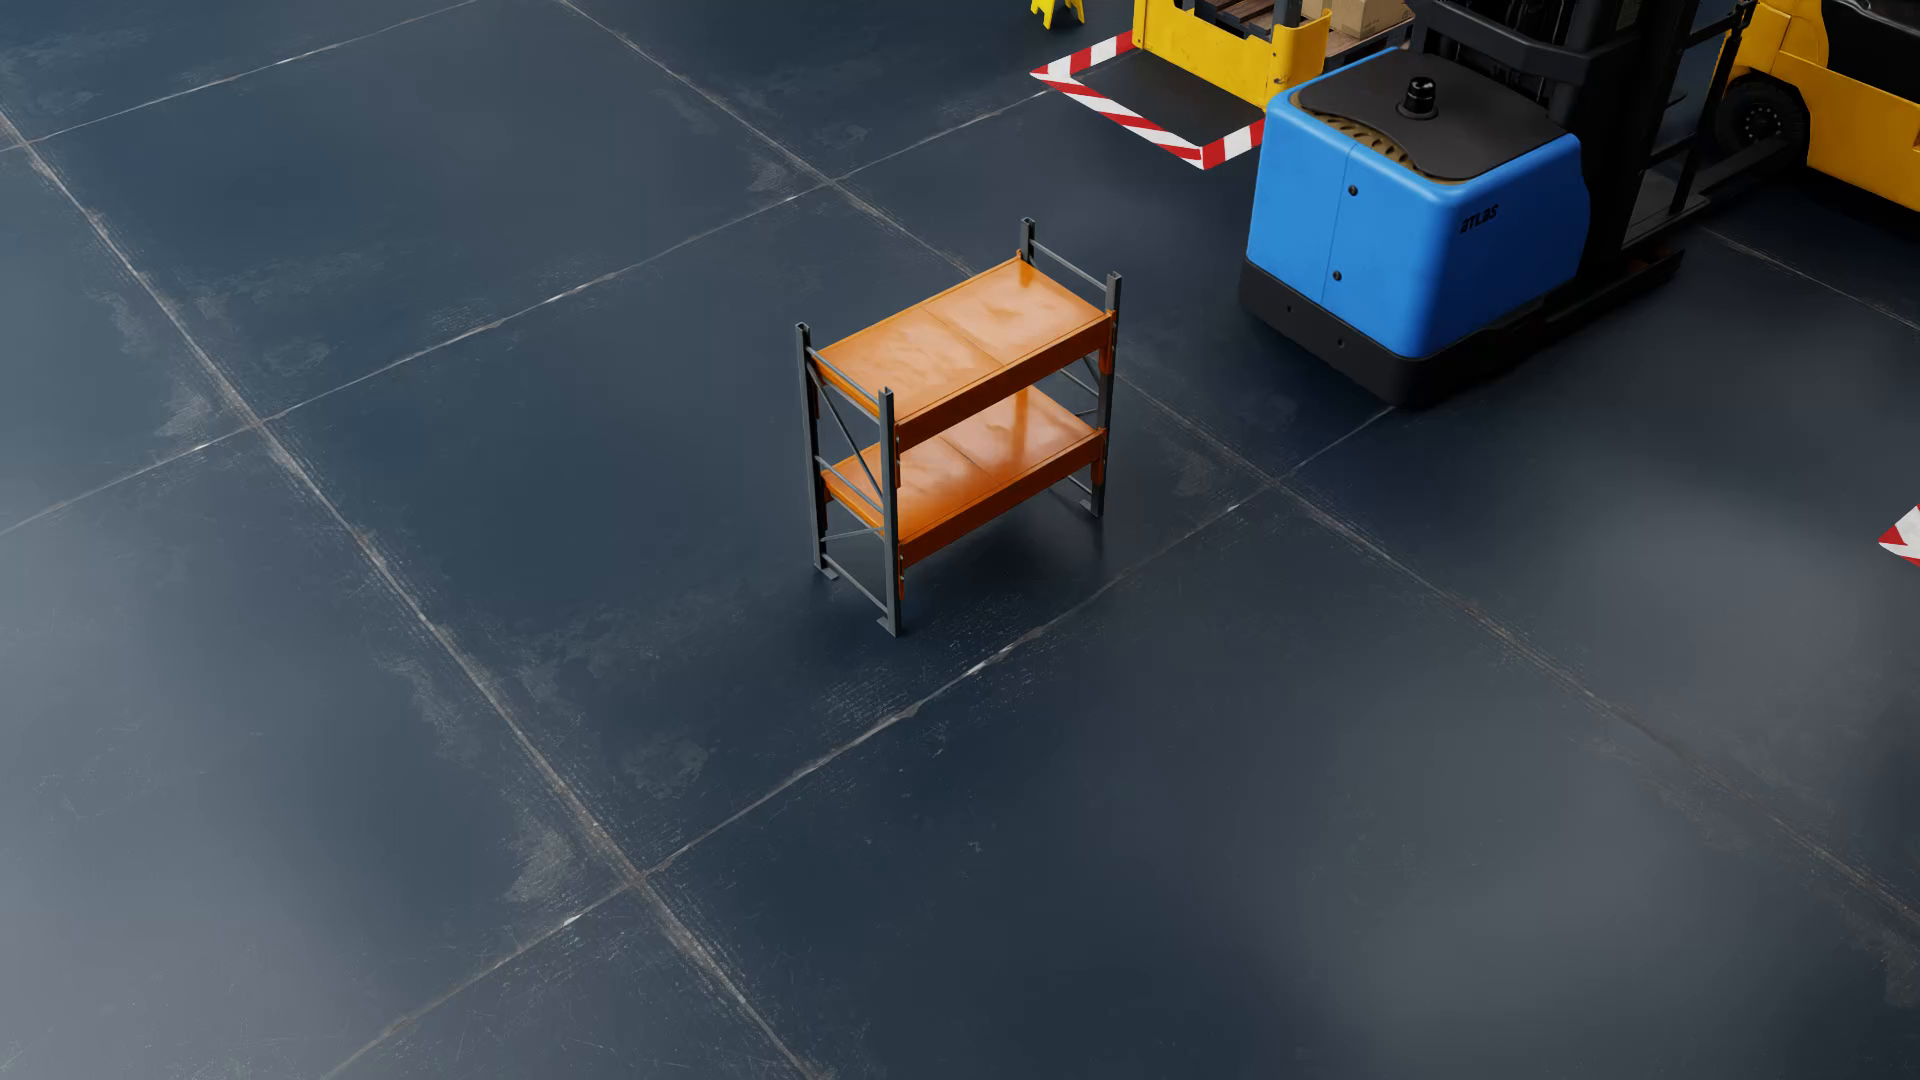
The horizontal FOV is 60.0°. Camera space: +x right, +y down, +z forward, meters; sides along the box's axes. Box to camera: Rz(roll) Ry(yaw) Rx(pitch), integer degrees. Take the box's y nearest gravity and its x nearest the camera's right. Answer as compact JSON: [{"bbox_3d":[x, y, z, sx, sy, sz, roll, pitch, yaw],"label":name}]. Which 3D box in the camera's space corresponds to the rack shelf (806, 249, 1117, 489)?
[{"bbox_3d":[0.005,-0.626,5.892,1.000,0.278,0.538,-30,51,-28],"label":"rack shelf"}]

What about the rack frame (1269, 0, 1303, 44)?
[{"bbox_3d":[1.404,-3.681,8.203,0.127,3.000,1.000,-30,51,-28],"label":"rack frame"}]

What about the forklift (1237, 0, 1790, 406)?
[{"bbox_3d":[2.735,-2.457,6.950,3.031,2.935,1.130,-27,50,-26],"label":"forklift"}]

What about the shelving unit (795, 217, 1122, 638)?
[{"bbox_3d":[0.005,-0.413,6.093,1.048,1.125,0.538,-30,51,-28],"label":"shelving unit"}]

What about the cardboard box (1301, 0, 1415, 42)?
[{"bbox_3d":[2.200,-3.041,9.223,0.500,0.250,0.500,-30,51,-28],"label":"cardboard box"}]

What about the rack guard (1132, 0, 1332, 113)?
[{"bbox_3d":[1.462,-2.803,9.094,0.348,0.500,1.175,-30,51,-28],"label":"rack guard"}]

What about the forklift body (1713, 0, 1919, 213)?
[{"bbox_3d":[4.875,-2.557,7.627,1.214,2.155,2.313,-30,51,-28],"label":"forklift body"}]

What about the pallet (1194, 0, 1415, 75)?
[{"bbox_3d":[2.108,-3.036,9.553,1.213,0.211,1.003,-30,51,-28],"label":"pallet"}]

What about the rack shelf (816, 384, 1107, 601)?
[{"bbox_3d":[0.005,-0.235,6.260,1.000,0.278,0.538,-30,51,-28],"label":"rack shelf"}]

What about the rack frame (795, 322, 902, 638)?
[{"bbox_3d":[-0.385,-0.190,5.855,0.032,1.125,0.500,-30,51,-28],"label":"rack frame"}]

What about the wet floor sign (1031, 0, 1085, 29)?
[{"bbox_3d":[0.572,-3.301,9.518,0.232,0.644,0.267,-14,45,-14],"label":"wet floor sign"}]

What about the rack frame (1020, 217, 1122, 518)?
[{"bbox_3d":[0.395,-0.636,6.331,0.032,1.125,0.500,-30,51,-28],"label":"rack frame"}]
